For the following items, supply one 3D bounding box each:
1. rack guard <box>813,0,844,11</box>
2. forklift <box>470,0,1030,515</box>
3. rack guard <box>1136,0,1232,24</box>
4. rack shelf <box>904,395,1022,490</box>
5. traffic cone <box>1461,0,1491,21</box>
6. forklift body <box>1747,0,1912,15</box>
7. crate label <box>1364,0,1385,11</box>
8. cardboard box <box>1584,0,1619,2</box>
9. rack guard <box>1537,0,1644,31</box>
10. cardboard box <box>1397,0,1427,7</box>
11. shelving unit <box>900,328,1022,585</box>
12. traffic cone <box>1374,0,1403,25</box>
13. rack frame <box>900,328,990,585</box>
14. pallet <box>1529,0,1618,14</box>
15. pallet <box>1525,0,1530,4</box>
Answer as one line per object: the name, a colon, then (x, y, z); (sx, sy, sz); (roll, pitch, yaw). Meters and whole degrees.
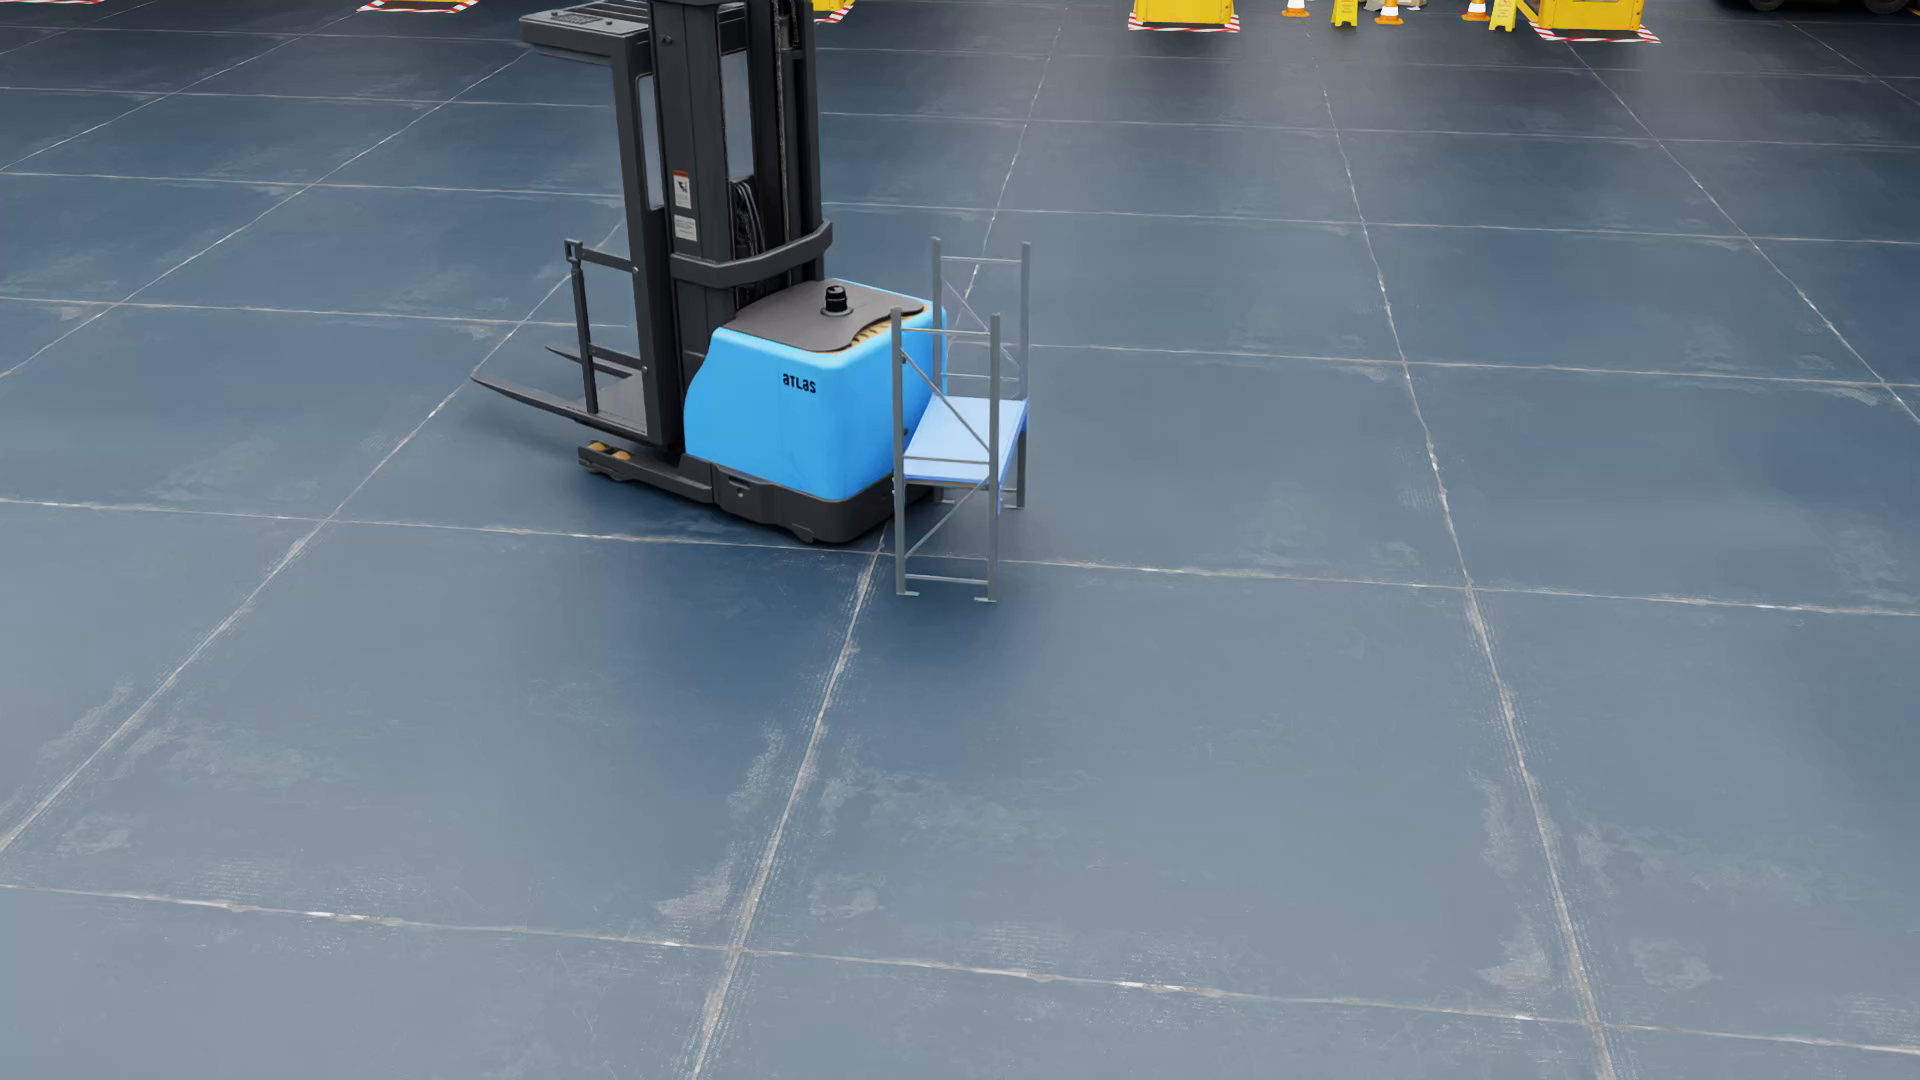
rack guard: (-2.102, -7.121, 21.440); (1.175, 0.500, 0.348); (3, 28, 6)
forklift: (-3.522, -5.370, 14.924); (15.987, 3.598, 10.319); (18, 33, 30)
rack guard: (2.796, -6.738, 20.729); (1.175, 0.500, 0.348); (3, 28, 6)
rack shelf: (0.021, -0.497, 8.367); (0.459, 0.062, 0.952); (5, 29, 9)
traffic cone: (6.496, -6.770, 20.828); (0.336, 0.463, 0.334); (3, 28, 6)
forklift body: (-2.093, -9.788, 24.650); (29.396, 2.155, 5.688); (3, 28, 6)
crate label: (5.388, -6.905, 21.422); (0.250, 0.136, 0.298); (-11, 30, -20)
cardboard box: (8.097, -6.947, 20.939); (0.507, 0.250, 0.507); (4, 29, 6)
rack guard: (7.733, -6.545, 20.371); (1.175, 0.500, 0.348); (3, 28, 6)
cardboard box: (5.880, -7.088, 21.751); (0.380, 0.149, 0.250); (20, 34, 32)
shelving unit: (0.019, -0.603, 8.288); (0.475, 1.308, 0.991); (5, 29, 9)
traffic cone: (5.353, -6.674, 20.651); (0.336, 0.463, 0.334); (3, 28, 6)
rack frame: (-0.064, -0.374, 7.864); (0.475, 1.308, 0.013); (5, 29, 9)
pallet: (7.868, -6.798, 21.146); (1.003, 0.211, 1.213); (3, 28, 6)
pallet: (8.020, -7.371, 22.209); (1.003, 0.211, 1.213); (3, 28, 6)
